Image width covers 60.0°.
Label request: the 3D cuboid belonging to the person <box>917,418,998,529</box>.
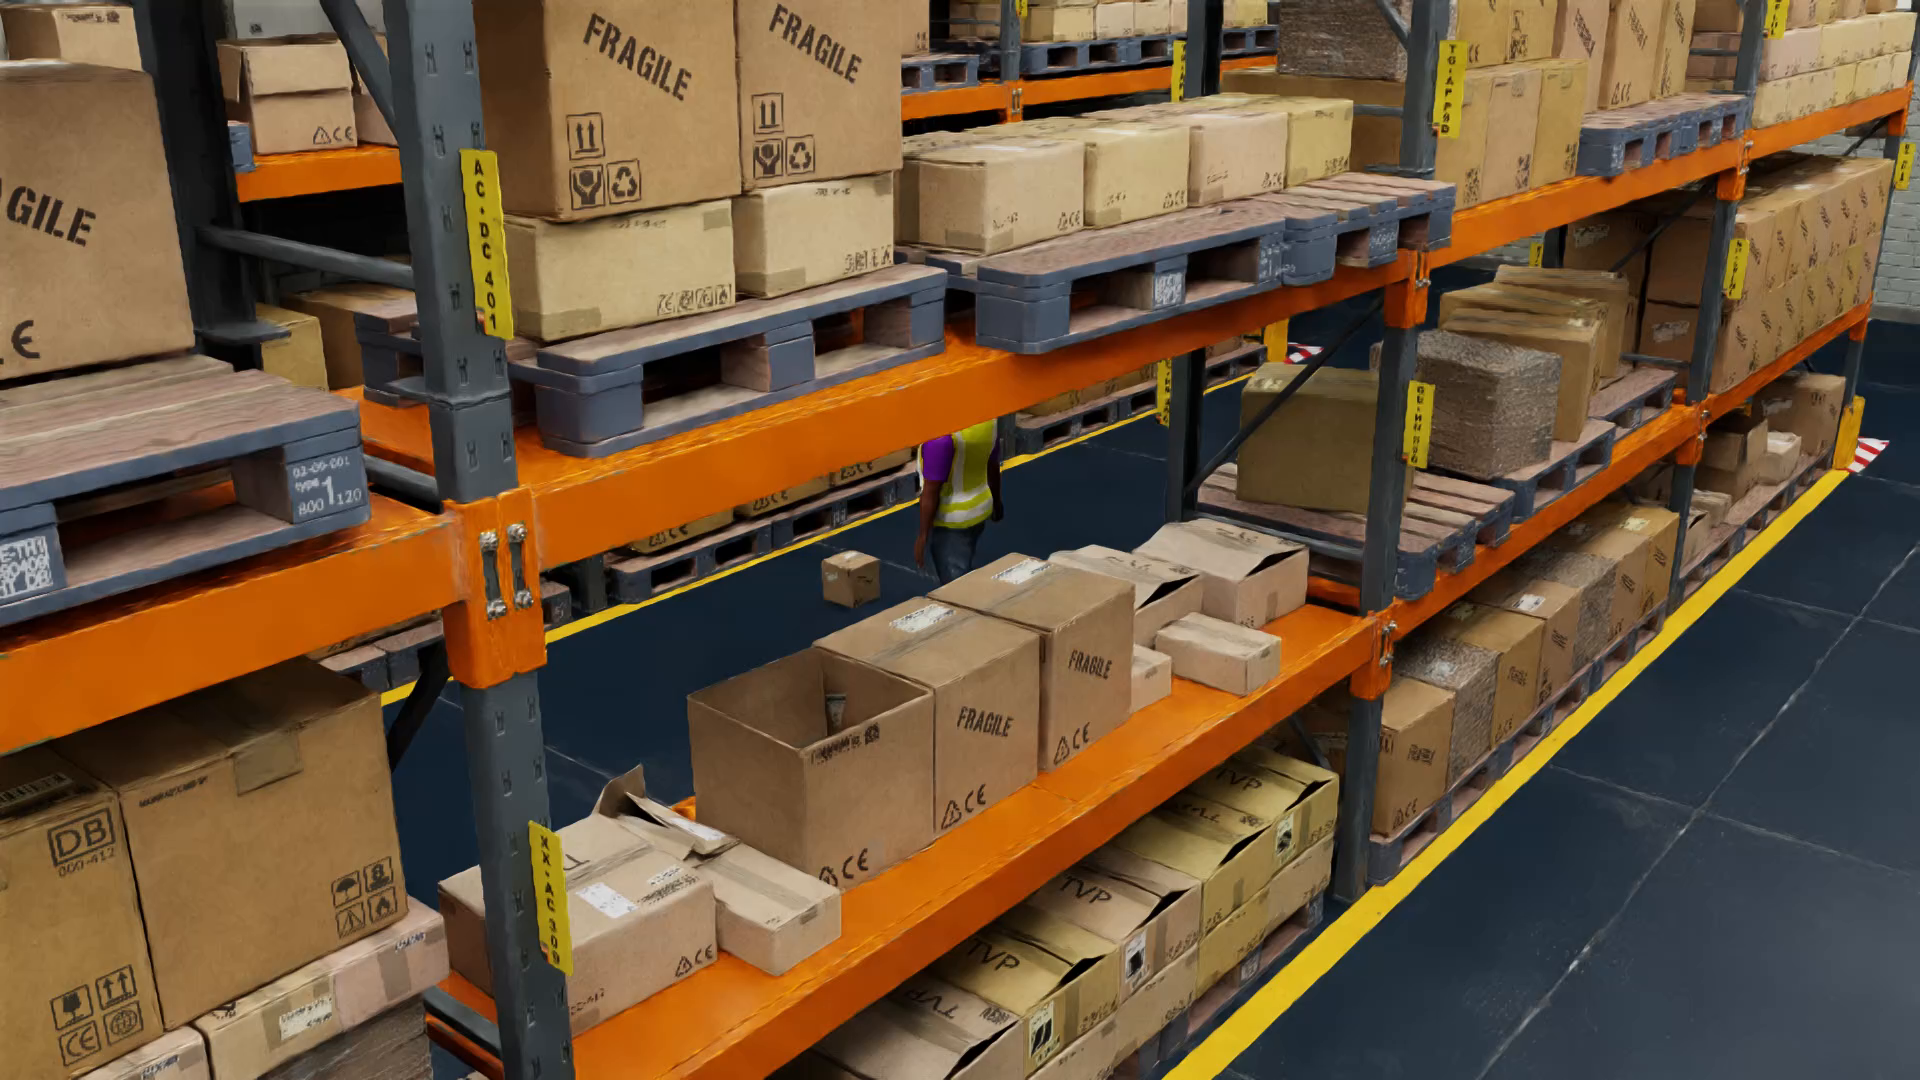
[{"bbox_3d":[3.629,2.189,0.459,15.738,3.191,11.725,11,23,28],"label":"person"}]
